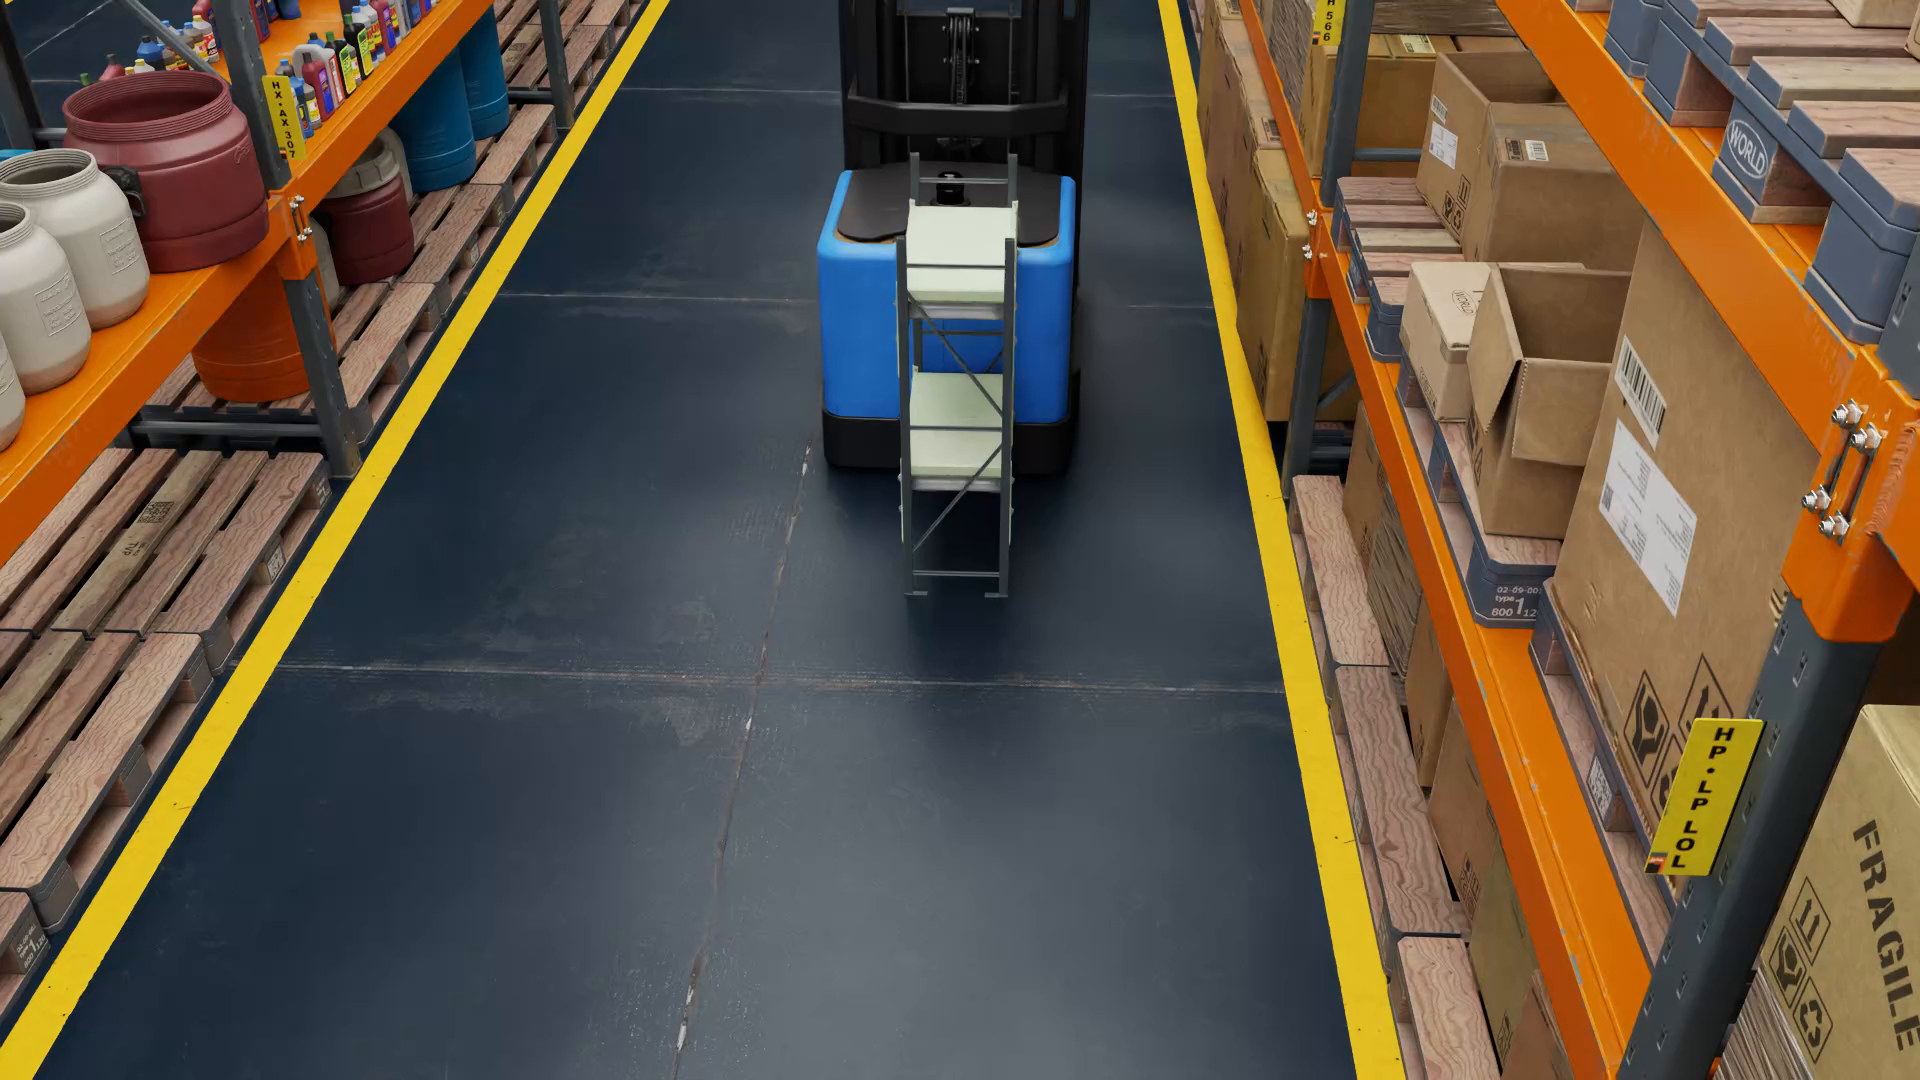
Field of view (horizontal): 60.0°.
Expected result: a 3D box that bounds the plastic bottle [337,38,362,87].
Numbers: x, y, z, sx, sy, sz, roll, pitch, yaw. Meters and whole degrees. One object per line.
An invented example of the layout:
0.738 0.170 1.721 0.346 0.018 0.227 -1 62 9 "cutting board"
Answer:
-2.694 -2.096 7.296 0.097 0.201 0.097 0 35 0 "plastic bottle"

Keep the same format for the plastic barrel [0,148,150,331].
-2.918 -0.977 5.435 0.421 0.512 0.421 0 35 0 "plastic barrel"

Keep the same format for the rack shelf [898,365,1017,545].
0.000 -0.343 6.501 0.431 0.370 0.720 1 35 2 "rack shelf"

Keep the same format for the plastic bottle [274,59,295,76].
-2.856 -1.946 7.082 0.097 0.201 0.097 0 35 0 "plastic bottle"

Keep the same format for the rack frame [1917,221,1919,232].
1.698 -1.570 1.157 1.000 3.000 0.127 1 35 2 "rack frame"

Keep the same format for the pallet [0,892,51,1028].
-3.258 1.459 4.490 1.003 0.211 1.213 1 35 2 "pallet"

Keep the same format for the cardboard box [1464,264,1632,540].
1.676 -0.327 4.152 0.797 0.503 0.637 5 35 7 "cardboard box"

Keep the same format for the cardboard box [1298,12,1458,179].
1.631 -1.743 6.535 0.500 0.500 0.500 2 35 3 "cardboard box"

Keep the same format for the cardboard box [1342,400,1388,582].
1.852 -0.185 6.196 0.700 0.500 0.500 0 35 -1 "cardboard box"

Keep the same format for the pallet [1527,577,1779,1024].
1.874 0.528 3.557 1.003 0.211 1.213 1 35 2 "pallet"

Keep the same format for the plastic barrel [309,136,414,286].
-3.042 -1.643 8.211 0.600 0.588 0.708 1 35 2 "plastic barrel"

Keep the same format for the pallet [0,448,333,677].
-3.160 0.057 6.485 1.003 0.211 1.213 1 35 2 "pallet"

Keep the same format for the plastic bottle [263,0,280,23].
-3.393 -2.680 7.997 0.144 0.351 0.185 1 35 2 "plastic bottle"

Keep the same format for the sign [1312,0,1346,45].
1.304 -1.898 5.835 0.100 0.325 0.005 1 35 2 "sign"

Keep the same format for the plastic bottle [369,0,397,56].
-2.658 -2.384 7.635 0.061 0.283 0.133 1 35 2 "plastic bottle"

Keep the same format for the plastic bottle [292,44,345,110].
-2.731 -1.984 7.072 0.152 0.276 0.135 1 35 2 "plastic bottle"

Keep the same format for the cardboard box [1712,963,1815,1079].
1.618 0.979 2.402 0.875 0.500 0.500 1 35 2 "cardboard box"

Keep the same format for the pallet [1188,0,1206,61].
2.175 -3.708 11.843 1.003 0.211 1.213 1 35 2 "pallet"

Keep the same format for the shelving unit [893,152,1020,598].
0.000 -0.610 6.313 0.431 1.500 0.755 1 35 2 "shelving unit"

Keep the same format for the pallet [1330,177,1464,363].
1.937 -0.923 5.621 1.213 0.211 1.003 1 35 2 "pallet"

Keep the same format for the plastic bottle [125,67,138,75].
-3.468 -1.887 6.999 0.097 0.201 0.097 0 35 0 "plastic bottle"

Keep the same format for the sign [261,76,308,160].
-2.540 -1.586 6.256 0.100 0.325 0.005 1 35 2 "sign"

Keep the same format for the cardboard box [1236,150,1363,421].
1.908 -1.112 7.206 1.225 0.875 0.875 0 35 0 "cardboard box"

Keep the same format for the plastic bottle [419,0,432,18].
-2.635 -2.700 8.085 0.061 0.283 0.133 1 35 2 "plastic bottle"

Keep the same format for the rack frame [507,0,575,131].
-2.929 -3.826 9.585 1.000 3.000 0.127 1 35 2 "rack frame"

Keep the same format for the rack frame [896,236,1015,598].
-0.015 -0.399 6.014 0.400 1.500 0.023 1 35 2 "rack frame"

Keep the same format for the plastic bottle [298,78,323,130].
-2.714 -1.809 6.889 0.097 0.201 0.097 0 35 0 "plastic bottle"

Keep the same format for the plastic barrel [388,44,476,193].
-2.997 -2.420 9.045 0.600 0.901 0.708 1 35 2 "plastic barrel"

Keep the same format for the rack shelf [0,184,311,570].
-3.170 -0.084 4.887 1.077 0.370 4.000 1 35 2 "rack shelf"

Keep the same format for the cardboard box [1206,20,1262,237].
1.979 -2.132 8.658 1.225 0.875 0.875 0 35 0 "cardboard box"

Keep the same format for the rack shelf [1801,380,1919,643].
1.618 1.101 0.592 1.077 0.370 4.000 1 35 2 "rack shelf"

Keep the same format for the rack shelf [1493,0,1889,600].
1.779 -1.197 3.862 1.077 0.370 4.000 1 35 2 "rack shelf"

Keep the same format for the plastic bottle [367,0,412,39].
-2.694 -2.515 7.828 0.152 0.276 0.135 1 35 2 "plastic bottle"

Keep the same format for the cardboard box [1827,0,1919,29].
1.636 -1.002 2.709 0.396 0.266 0.258 3 35 4 "cardboard box"

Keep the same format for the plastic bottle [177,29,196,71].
-3.448 -2.167 7.397 0.097 0.201 0.097 0 35 0 "plastic bottle"

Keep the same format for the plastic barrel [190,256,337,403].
-3.087 -1.093 7.219 0.600 0.830 0.708 1 35 2 "plastic barrel"

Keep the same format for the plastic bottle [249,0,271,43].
-3.303 -2.482 7.774 0.061 0.283 0.133 1 35 2 "plastic bottle"

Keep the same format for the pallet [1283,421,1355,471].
1.966 -0.724 7.596 1.003 0.211 1.213 1 35 2 "pallet"

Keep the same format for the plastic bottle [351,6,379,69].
-2.684 -2.257 7.465 0.097 0.271 0.097 0 35 0 "plastic bottle"

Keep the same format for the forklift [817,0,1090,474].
0.035 -2.305 7.480 1.130 2.935 3.031 2 35 3 "forklift"

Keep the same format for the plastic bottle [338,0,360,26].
-2.841 -2.563 7.831 0.144 0.351 0.185 1 35 2 "plastic bottle"

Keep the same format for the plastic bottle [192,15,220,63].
-3.440 -2.279 7.556 0.097 0.201 0.097 0 35 0 "plastic bottle"

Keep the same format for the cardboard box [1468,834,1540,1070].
1.782 1.102 4.365 0.700 0.500 0.500 1 35 2 "cardboard box"

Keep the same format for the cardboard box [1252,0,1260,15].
1.712 -2.917 8.206 0.500 0.500 0.500 1 35 1 "cardboard box"

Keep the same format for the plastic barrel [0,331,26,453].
-2.946 -0.500 4.734 0.433 0.535 0.433 0 35 0 "plastic barrel"

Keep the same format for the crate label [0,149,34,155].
-3.481 -1.226 6.031 0.303 0.233 0.416 1 35 2 "crate label"

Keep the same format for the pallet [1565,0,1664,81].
1.868 -1.214 3.423 1.213 0.211 1.003 1 35 2 "pallet"

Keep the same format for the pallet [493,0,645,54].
-2.892 -3.811 11.989 1.003 0.211 1.213 1 35 2 "pallet"

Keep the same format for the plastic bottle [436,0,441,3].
-2.672 -2.831 8.277 0.152 0.276 0.135 1 35 2 "plastic bottle"

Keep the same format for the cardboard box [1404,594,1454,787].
1.827 0.460 5.279 0.700 0.500 0.500 4 35 6 "cardboard box"

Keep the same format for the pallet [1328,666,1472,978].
1.774 0.876 5.321 1.003 0.211 1.213 1 35 2 "pallet"

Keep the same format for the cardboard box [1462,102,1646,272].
1.955 -0.992 5.100 0.700 0.500 0.500 6 36 9 "cardboard box"

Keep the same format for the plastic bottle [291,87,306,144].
-2.750 -1.718 6.694 0.152 0.276 0.135 1 35 2 "plastic bottle"

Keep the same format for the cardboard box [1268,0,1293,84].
1.675 -2.328 7.367 0.500 0.500 0.500 0 35 0 "cardboard box"

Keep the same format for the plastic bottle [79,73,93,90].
-3.500 -1.722 6.693 0.061 0.283 0.133 1 35 2 "plastic bottle"

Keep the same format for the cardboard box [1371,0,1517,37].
1.905 -2.284 6.432 0.797 0.503 0.637 2 35 3 "cardboard box"

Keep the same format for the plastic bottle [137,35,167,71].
-3.460 -2.028 7.138 0.097 0.271 0.097 0 35 0 "plastic bottle"

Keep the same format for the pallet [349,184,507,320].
-3.048 -1.540 8.757 1.003 0.211 1.213 1 35 2 "pallet"
